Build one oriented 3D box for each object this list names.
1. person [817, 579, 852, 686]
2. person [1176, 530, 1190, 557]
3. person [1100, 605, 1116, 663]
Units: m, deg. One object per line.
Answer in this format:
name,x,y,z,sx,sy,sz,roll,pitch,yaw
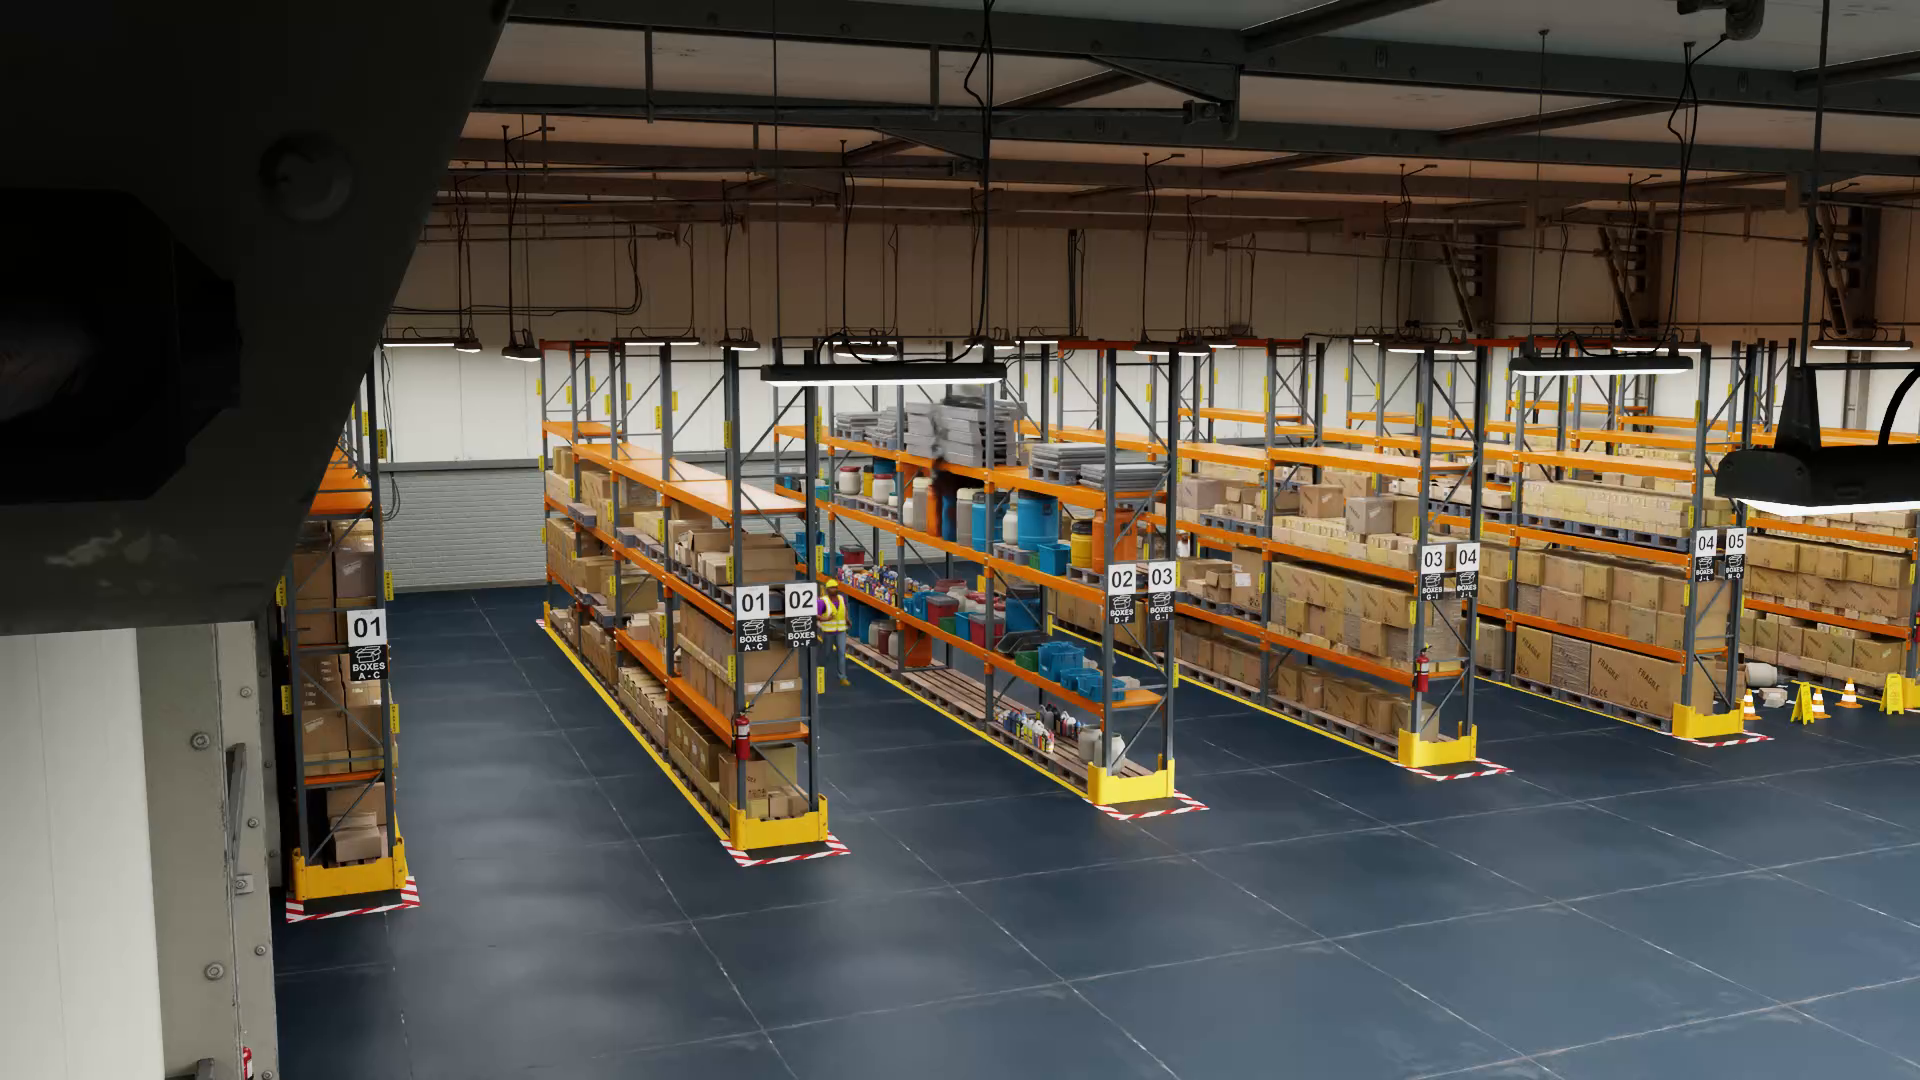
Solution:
person,-2.110,1.554,27.841,0.712,1.798,0.896,-4,8,-28
person,5.035,0.633,37.126,0.687,1.811,0.897,-2,8,-13
person,2.726,1.314,30.143,0.555,1.756,0.662,-3,8,-23
